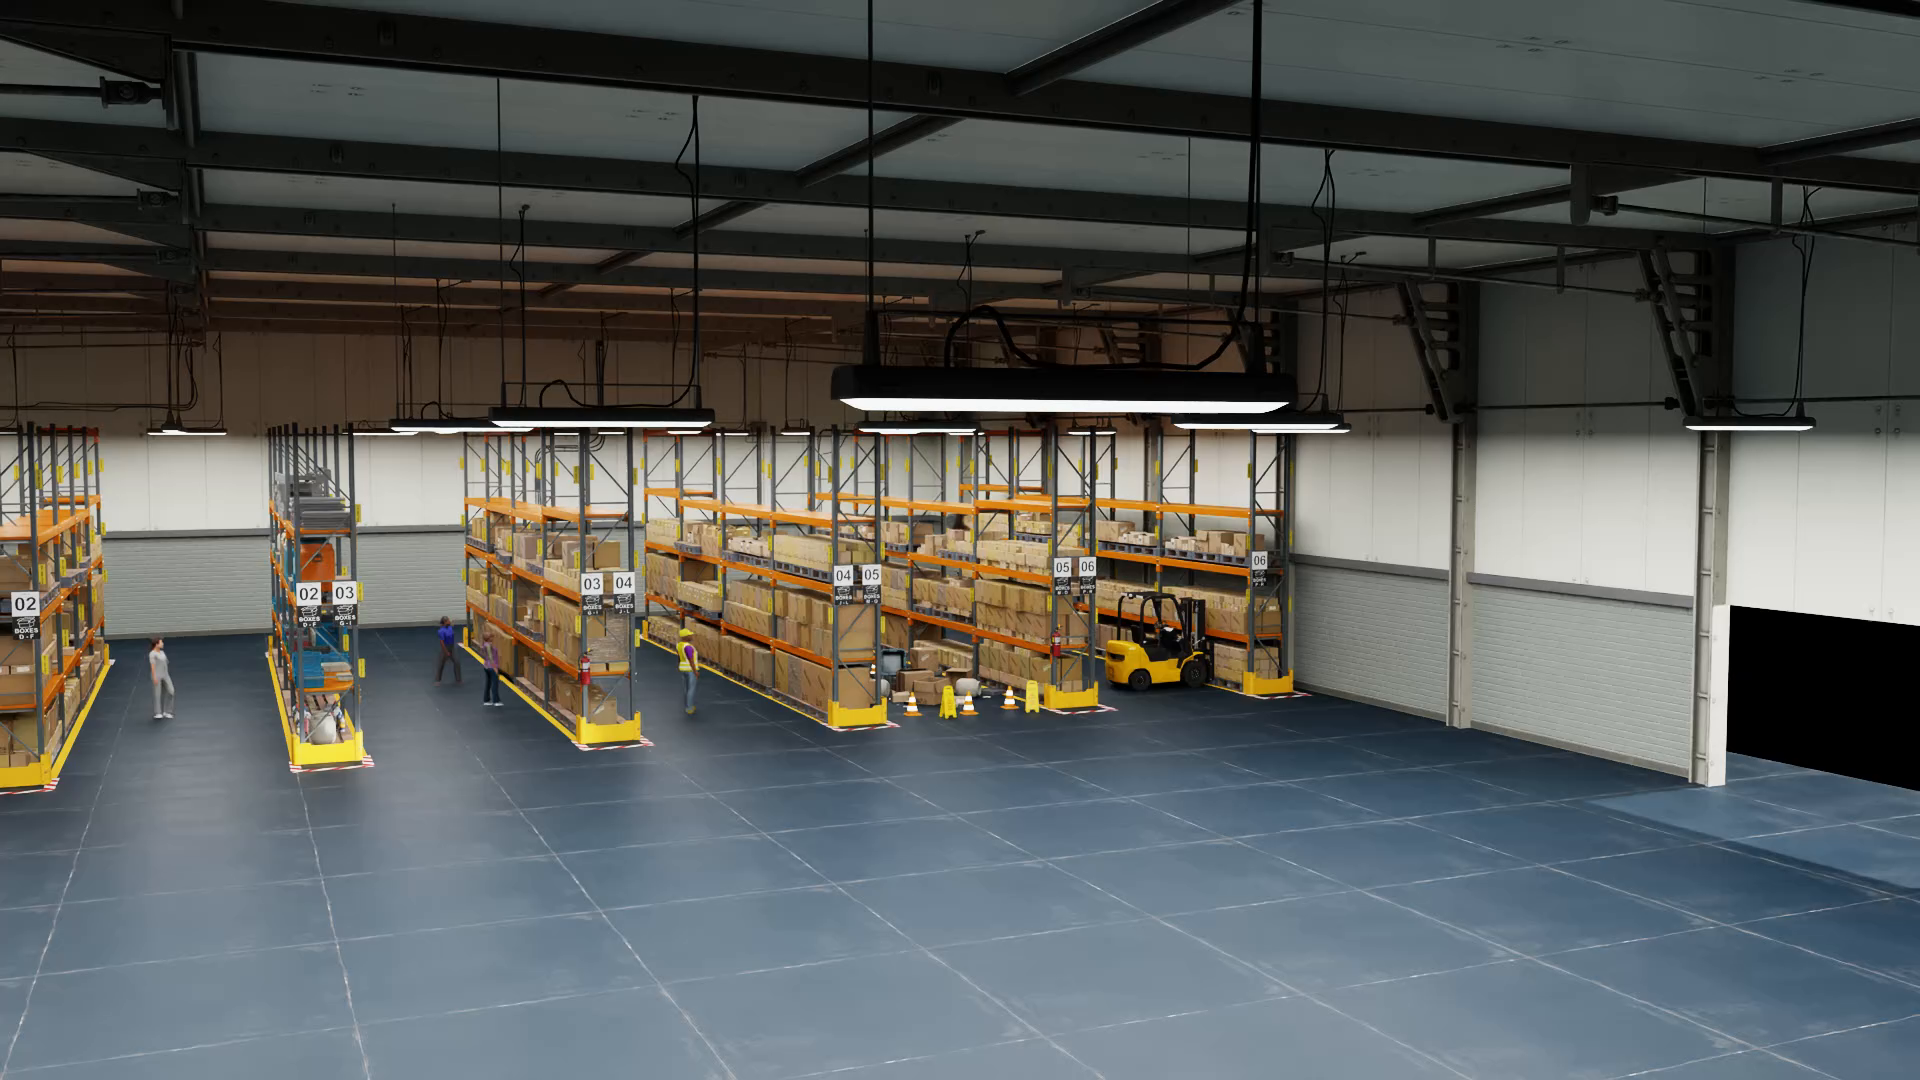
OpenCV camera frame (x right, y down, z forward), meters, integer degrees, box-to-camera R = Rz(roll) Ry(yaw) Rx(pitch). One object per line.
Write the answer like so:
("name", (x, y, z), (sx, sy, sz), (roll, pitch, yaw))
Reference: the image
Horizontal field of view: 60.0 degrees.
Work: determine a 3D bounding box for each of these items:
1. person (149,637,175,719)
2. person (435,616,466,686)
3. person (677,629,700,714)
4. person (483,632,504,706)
("person", (-16.372, 2.838, 34.017), (0.431, 1.710, 0.460), (2, 4, 34))
("person", (-11.847, 2.580, 38.550), (0.623, 1.654, 0.582), (3, 4, 38))
("person", (-5.623, 2.720, 34.773), (0.586, 1.757, 0.611), (3, 4, 36))
("person", (-9.971, 2.746, 35.527), (0.396, 1.592, 0.476), (-3, 4, -38))
